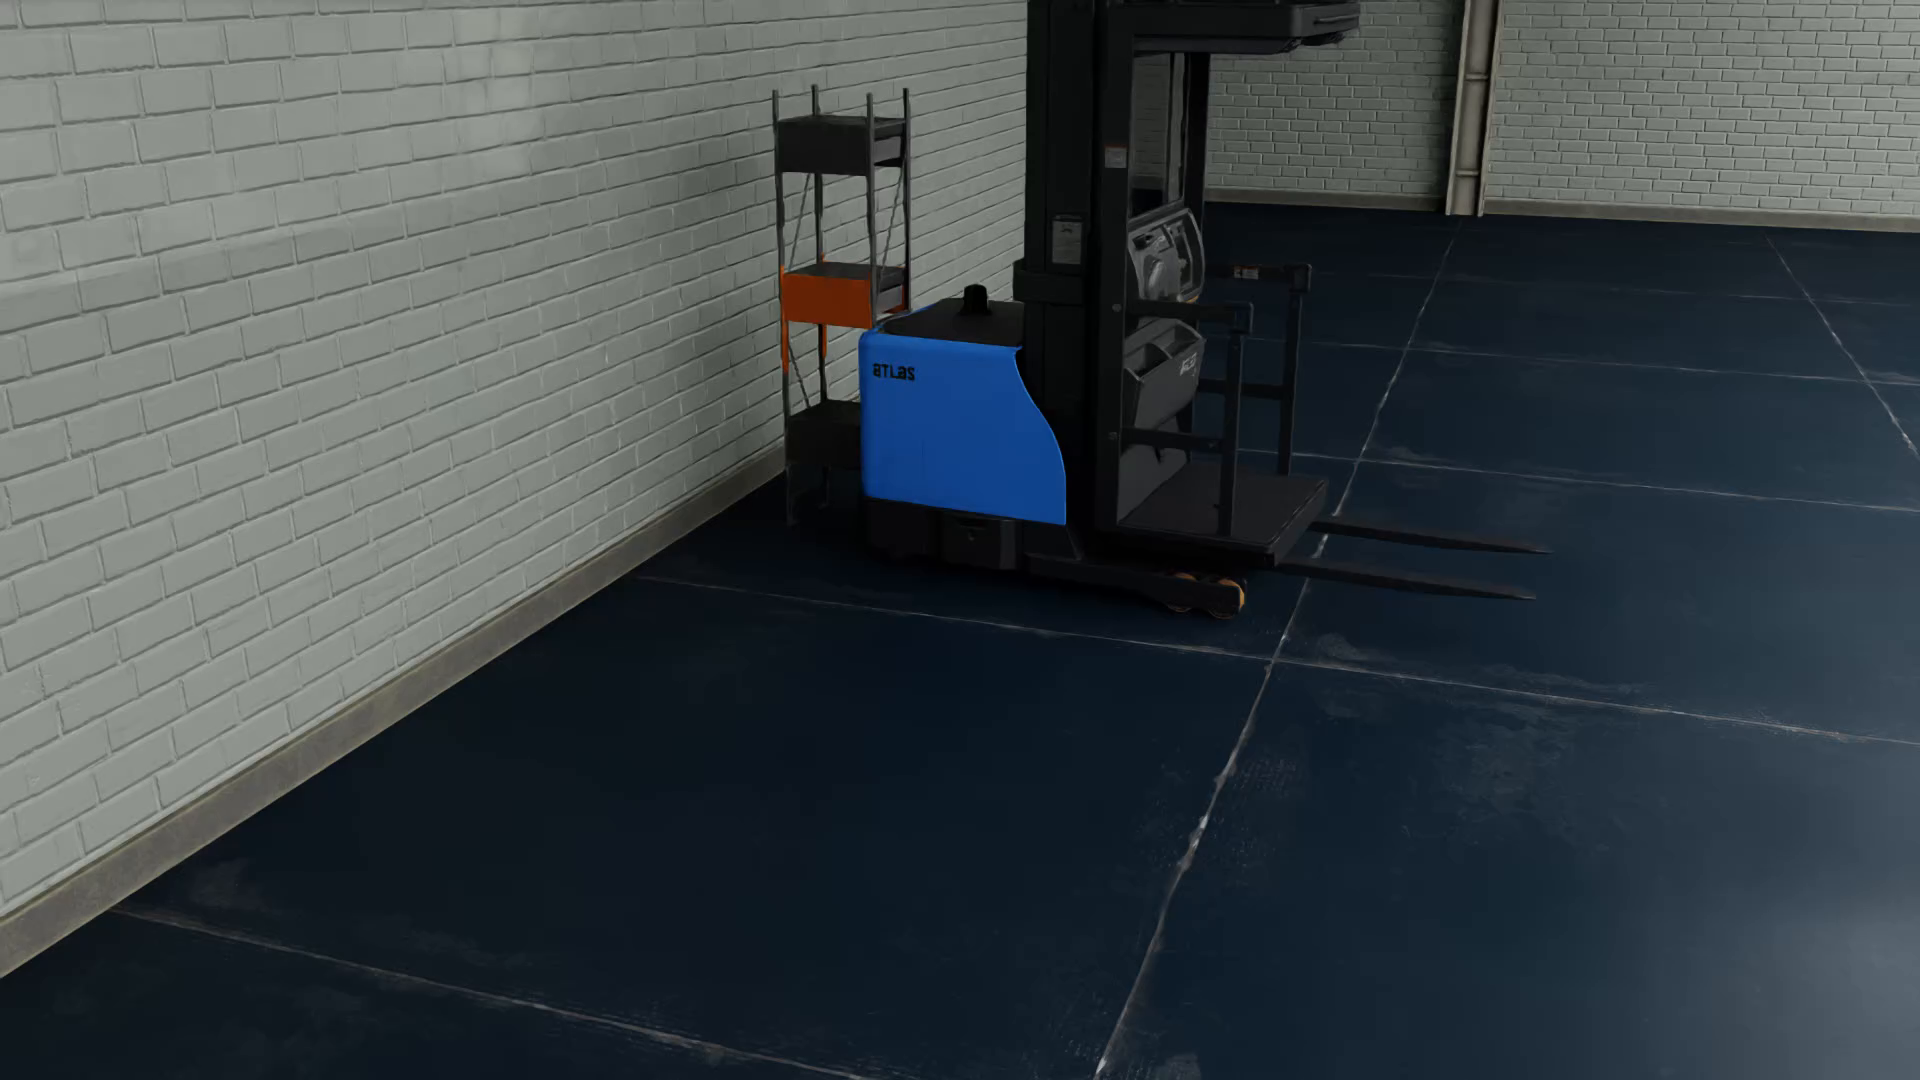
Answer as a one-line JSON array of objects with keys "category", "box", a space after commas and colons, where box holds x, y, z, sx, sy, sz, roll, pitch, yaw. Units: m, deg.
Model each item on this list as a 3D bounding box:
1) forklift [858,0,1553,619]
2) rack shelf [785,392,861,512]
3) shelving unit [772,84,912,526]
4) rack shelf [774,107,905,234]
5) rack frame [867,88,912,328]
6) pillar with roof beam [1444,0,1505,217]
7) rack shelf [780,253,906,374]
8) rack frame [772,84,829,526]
[{"category": "forklift", "box": [1.086, -1.245, 7.194, 3.031, 2.935, 1.130, 9, 21, 23]}, {"category": "rack shelf", "box": [-0.546, -0.413, 8.238, 0.480, 0.518, 0.431, 9, 21, 23]}, {"category": "shelving unit", "box": [-0.546, -1.087, 8.003, 0.503, 2.100, 0.431, 9, 21, 23]}, {"category": "rack shelf", "box": [-0.546, -1.735, 7.777, 0.480, 0.518, 0.431, 9, 21, 23]}, {"category": "rack frame", "box": [-0.325, -1.053, 7.907, 0.015, 2.100, 0.400, 9, 21, 23]}, {"category": "pillar with roof beam", "box": [4.177, -6.526, 13.128, 0.400, 9.000, 9.100, 7, 20, 18]}, {"category": "rack shelf", "box": [-0.546, -1.074, 8.008, 0.480, 0.518, 0.431, 9, 21, 23]}, {"category": "rack frame", "box": [-0.768, -1.120, 8.099, 0.015, 2.100, 0.400, 9, 21, 23]}]
